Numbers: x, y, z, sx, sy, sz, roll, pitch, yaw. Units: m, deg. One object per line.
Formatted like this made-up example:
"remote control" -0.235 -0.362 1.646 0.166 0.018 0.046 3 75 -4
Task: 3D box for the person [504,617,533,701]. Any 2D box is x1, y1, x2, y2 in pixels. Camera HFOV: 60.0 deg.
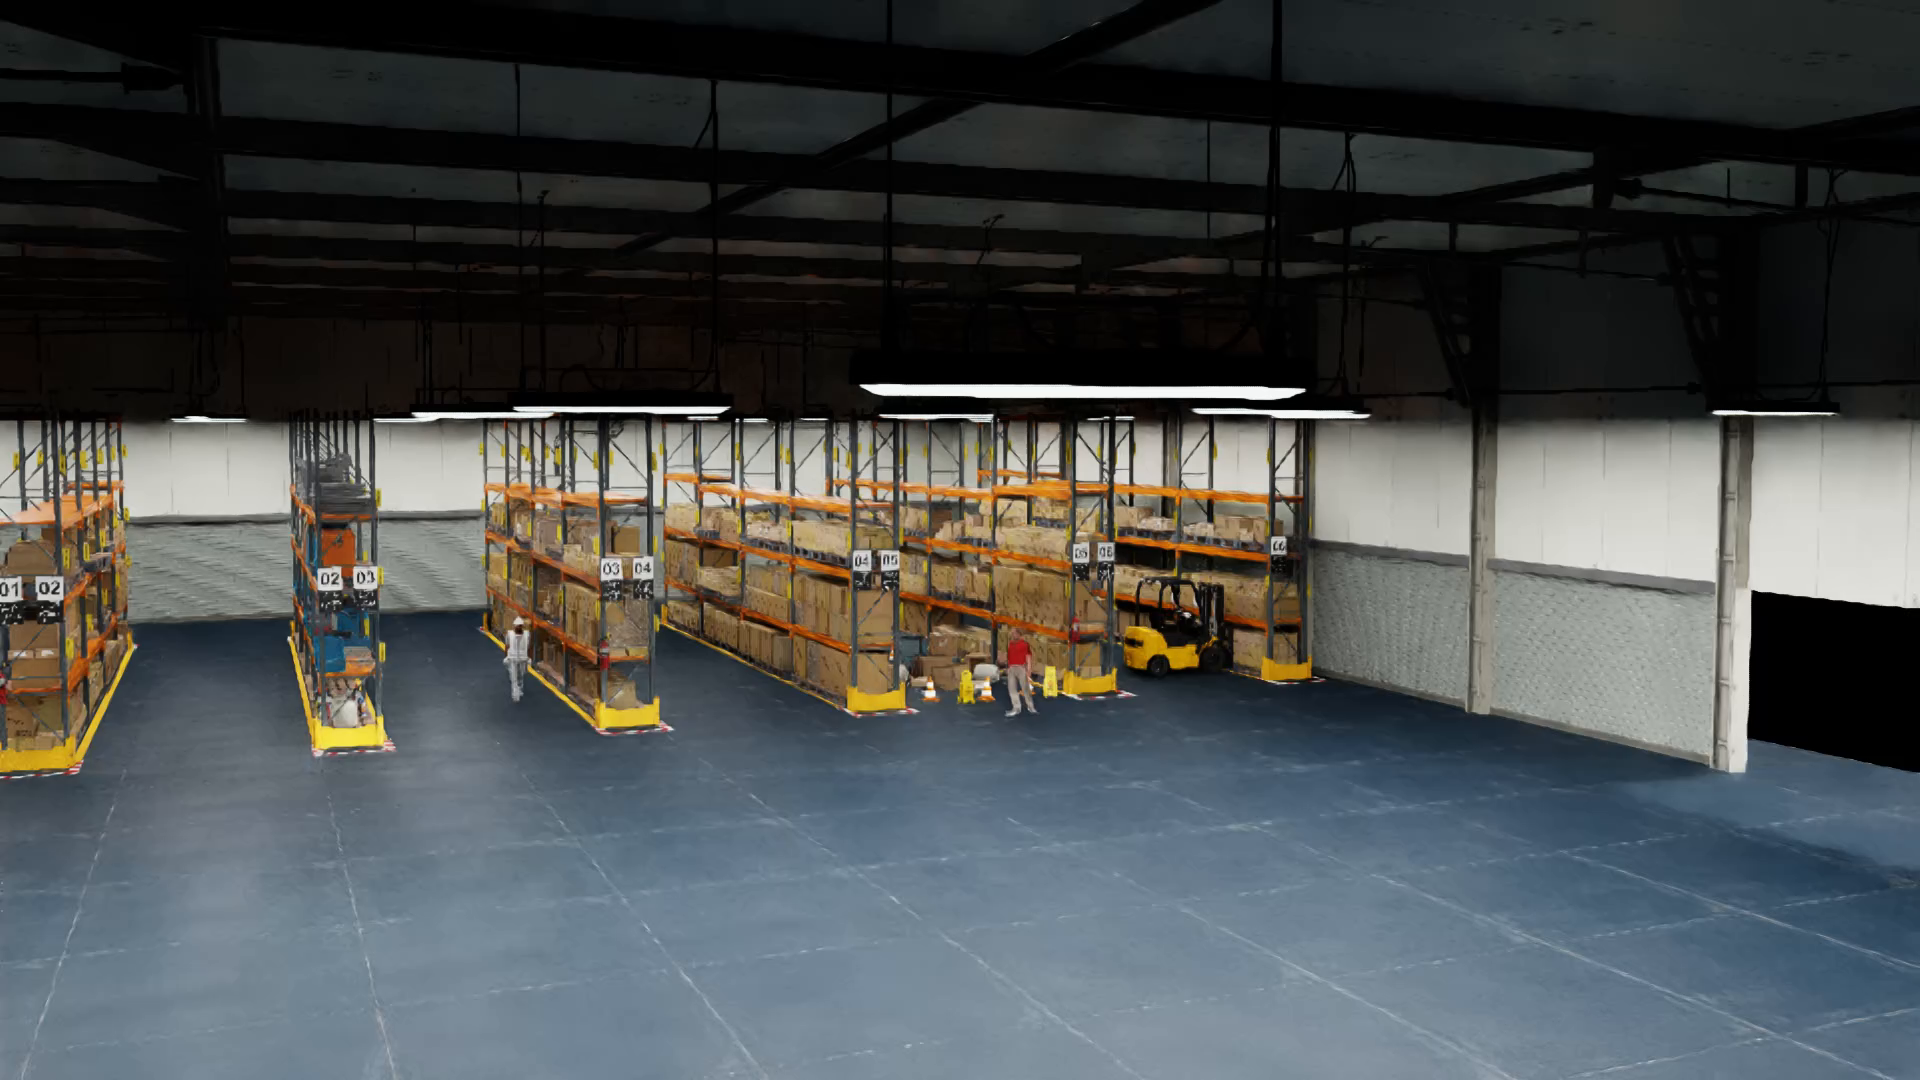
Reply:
"person" -9.116 2.442 34.401 0.562 1.704 1.097 -2 4 -25

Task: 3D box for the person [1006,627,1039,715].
"person" 1.205 2.574 32.806 0.652 1.720 0.549 3 5 40
